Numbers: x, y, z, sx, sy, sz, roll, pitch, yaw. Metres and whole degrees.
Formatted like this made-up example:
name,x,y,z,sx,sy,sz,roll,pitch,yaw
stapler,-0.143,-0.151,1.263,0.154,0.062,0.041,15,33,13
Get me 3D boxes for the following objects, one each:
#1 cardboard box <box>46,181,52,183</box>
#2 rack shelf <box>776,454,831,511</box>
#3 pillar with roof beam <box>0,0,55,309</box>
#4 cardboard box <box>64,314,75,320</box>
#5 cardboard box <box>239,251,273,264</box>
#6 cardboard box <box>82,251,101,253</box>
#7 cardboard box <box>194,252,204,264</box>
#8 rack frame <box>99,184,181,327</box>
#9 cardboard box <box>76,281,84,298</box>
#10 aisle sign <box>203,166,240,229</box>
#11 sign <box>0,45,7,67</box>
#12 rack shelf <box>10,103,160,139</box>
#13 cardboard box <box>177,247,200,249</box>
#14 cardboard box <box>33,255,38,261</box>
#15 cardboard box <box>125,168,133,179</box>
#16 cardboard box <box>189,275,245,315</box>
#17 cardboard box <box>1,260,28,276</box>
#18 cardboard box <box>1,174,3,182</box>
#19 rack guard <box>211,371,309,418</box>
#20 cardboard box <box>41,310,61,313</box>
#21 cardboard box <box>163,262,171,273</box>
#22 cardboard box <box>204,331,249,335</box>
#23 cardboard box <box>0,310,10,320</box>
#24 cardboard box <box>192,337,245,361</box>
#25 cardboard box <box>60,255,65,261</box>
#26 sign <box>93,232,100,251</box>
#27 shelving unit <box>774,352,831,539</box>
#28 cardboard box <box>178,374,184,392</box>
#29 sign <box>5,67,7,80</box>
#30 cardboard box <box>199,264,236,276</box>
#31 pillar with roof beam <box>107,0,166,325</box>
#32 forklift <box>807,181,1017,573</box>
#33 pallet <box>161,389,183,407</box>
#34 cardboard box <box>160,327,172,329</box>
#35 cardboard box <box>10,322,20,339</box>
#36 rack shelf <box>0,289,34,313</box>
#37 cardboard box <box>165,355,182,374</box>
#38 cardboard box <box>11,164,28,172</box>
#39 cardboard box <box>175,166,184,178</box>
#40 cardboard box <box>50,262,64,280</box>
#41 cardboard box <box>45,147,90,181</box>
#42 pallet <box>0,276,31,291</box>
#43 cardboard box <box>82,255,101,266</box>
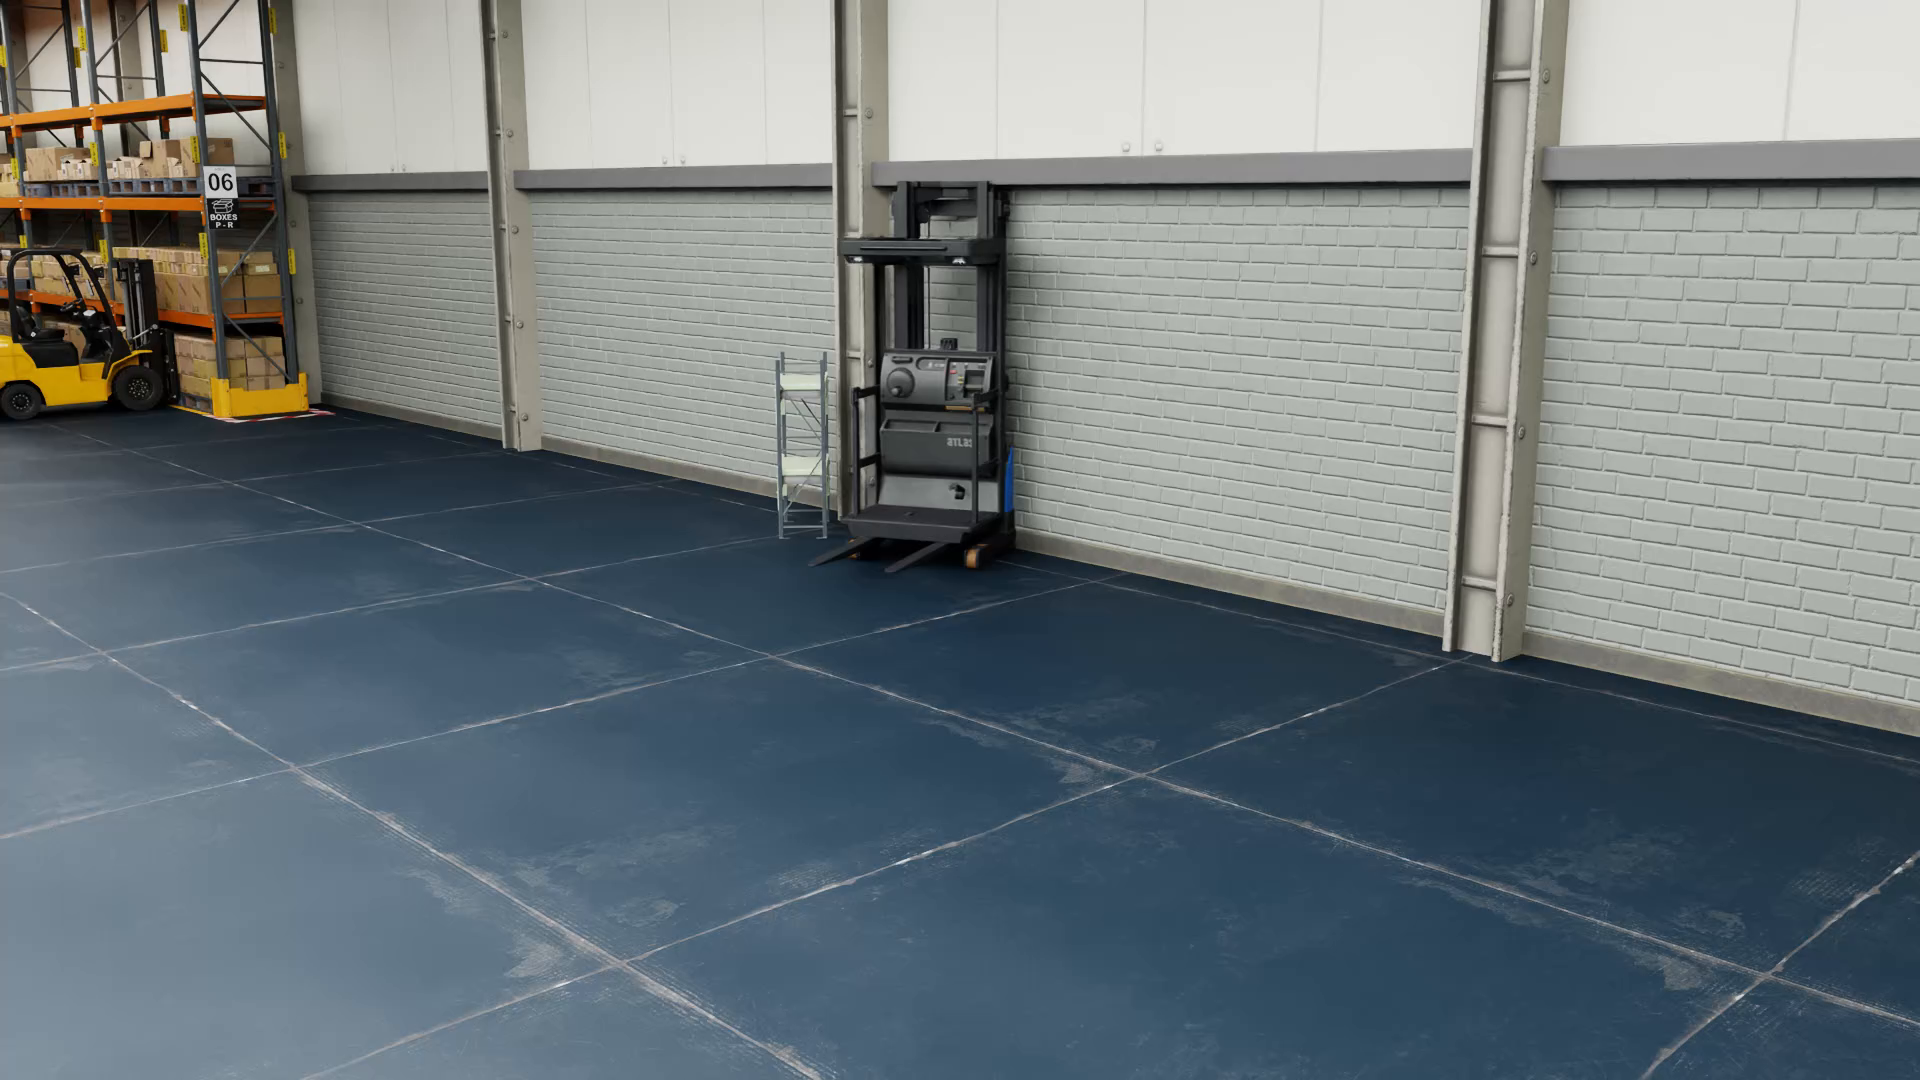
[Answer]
name,x,y,z,sx,sy,sz,roll,pitch,yaw
cardboard box,-15.066,-6.049,27.790,0.380,0.149,0.250,-11,16,-43
rack shelf,-1.334,-0.500,14.238,0.431,0.370,0.720,-1,12,-3
pillar with roof beam,-20.531,-7.482,27.928,9.100,9.000,0.548,-11,16,-43
cardboard box,-14.961,-3.752,28.234,0.380,0.149,0.250,-10,15,-40
cardboard box,-9.379,-3.757,22.119,0.380,0.149,0.250,-11,16,-44
cardboard box,-14.059,-4.611,27.006,0.380,0.149,0.250,-11,16,-43
cardboard box,-9.895,-3.732,22.002,0.380,0.149,0.250,-11,16,-42
rack frame,-12.064,-3.749,24.676,1.000,3.000,0.127,-11,16,-43
cardboard box,-13.273,-3.862,25.596,0.500,0.250,0.500,-11,16,-42
aisle sign,-9.469,-4.388,21.335,0.394,0.787,0.004,-11,16,-43
sign,-15.212,-7.691,26.428,0.100,0.325,0.005,-11,16,-43
rack shelf,-13.445,-6.431,25.600,1.077,0.370,4.000,-11,16,-43
cardboard box,-11.071,-4.150,24.029,0.380,0.149,0.250,-11,16,-44
cardboard box,-14.819,-4.612,27.009,0.380,0.149,0.250,-10,15,-41
cardboard box,-11.443,-5.130,23.278,0.380,0.149,0.250,-10,15,-41
cardboard box,-9.832,-3.250,22.003,0.500,0.500,0.500,-11,16,-44
cardboard box,-15.789,-4.574,28.010,0.500,0.250,0.500,11,16,42
cardboard box,-15.913,-6.098,28.027,0.380,0.149,0.250,-11,16,-42
rack guard,-9.285,-1.938,22.078,1.175,0.500,0.348,-11,16,-43
cardboard box,-15.893,-3.933,29.114,0.380,0.149,0.250,-11,16,-42
cardboard box,-10.648,-3.727,22.715,0.380,0.149,0.250,-11,16,-42
cardboard box,-10.182,-2.758,23.158,0.500,0.250,0.500,-11,16,-43
cardboard box,-16.756,-3.981,29.348,0.380,0.149,0.250,-11,16,-43
cardboard box,-9.845,-2.538,22.092,0.500,0.250,0.500,-10,15,-41
cardboard box,-13.921,-4.425,26.102,0.380,0.149,0.250,-10,16,-41
sign,-14.427,-4.978,27.770,0.100,0.325,0.005,-11,16,-43
shelving unit,-1.334,-0.819,14.172,0.431,1.500,0.755,-1,12,-3
cardboard box,-10.530,-2.197,22.916,0.500,0.250,0.500,-11,16,-42
sign,-17.192,-8.468,30.007,0.100,0.325,0.005,-11,16,-43
cardboard box,-9.744,-3.544,21.823,0.380,0.149,0.250,-11,16,-42
pillar with roof beam,-16.388,-6.607,23.678,9.100,9.000,0.400,-11,16,-43
forklift,-0.257,-1.301,12.965,1.130,2.935,3.031,4,12,20
pallet,-10.699,-2.084,23.501,1.003,0.211,1.213,-11,16,-43
cardboard box,-11.611,-2.908,23.886,0.500,0.250,0.500,-11,16,-42
cardboard box,-15.975,-3.497,28.604,0.500,0.500,0.500,-10,15,-40
rack shelf,-16.208,-4.273,28.999,1.077,0.370,4.000,-11,16,-43
cardboard box,-10.574,-2.444,22.874,0.500,0.250,0.500,-11,16,-44
cardboard box,-15.278,-6.079,27.195,0.380,0.149,0.250,-10,15,-41
cardboard box,-10.094,-4.845,21.894,0.250,0.149,0.380,11,16,44
cardboard box,-14.004,-4.253,26.256,0.500,0.250,0.500,11,16,44
cardboard box,-13.800,-5.818,25.745,0.500,0.500,0.500,-10,16,-41
pallet,-15.345,-4.328,27.961,1.213,0.211,1.003,-11,16,-43
cardboard box,-13.061,-4.233,25.168,0.250,0.149,0.380,11,16,43
